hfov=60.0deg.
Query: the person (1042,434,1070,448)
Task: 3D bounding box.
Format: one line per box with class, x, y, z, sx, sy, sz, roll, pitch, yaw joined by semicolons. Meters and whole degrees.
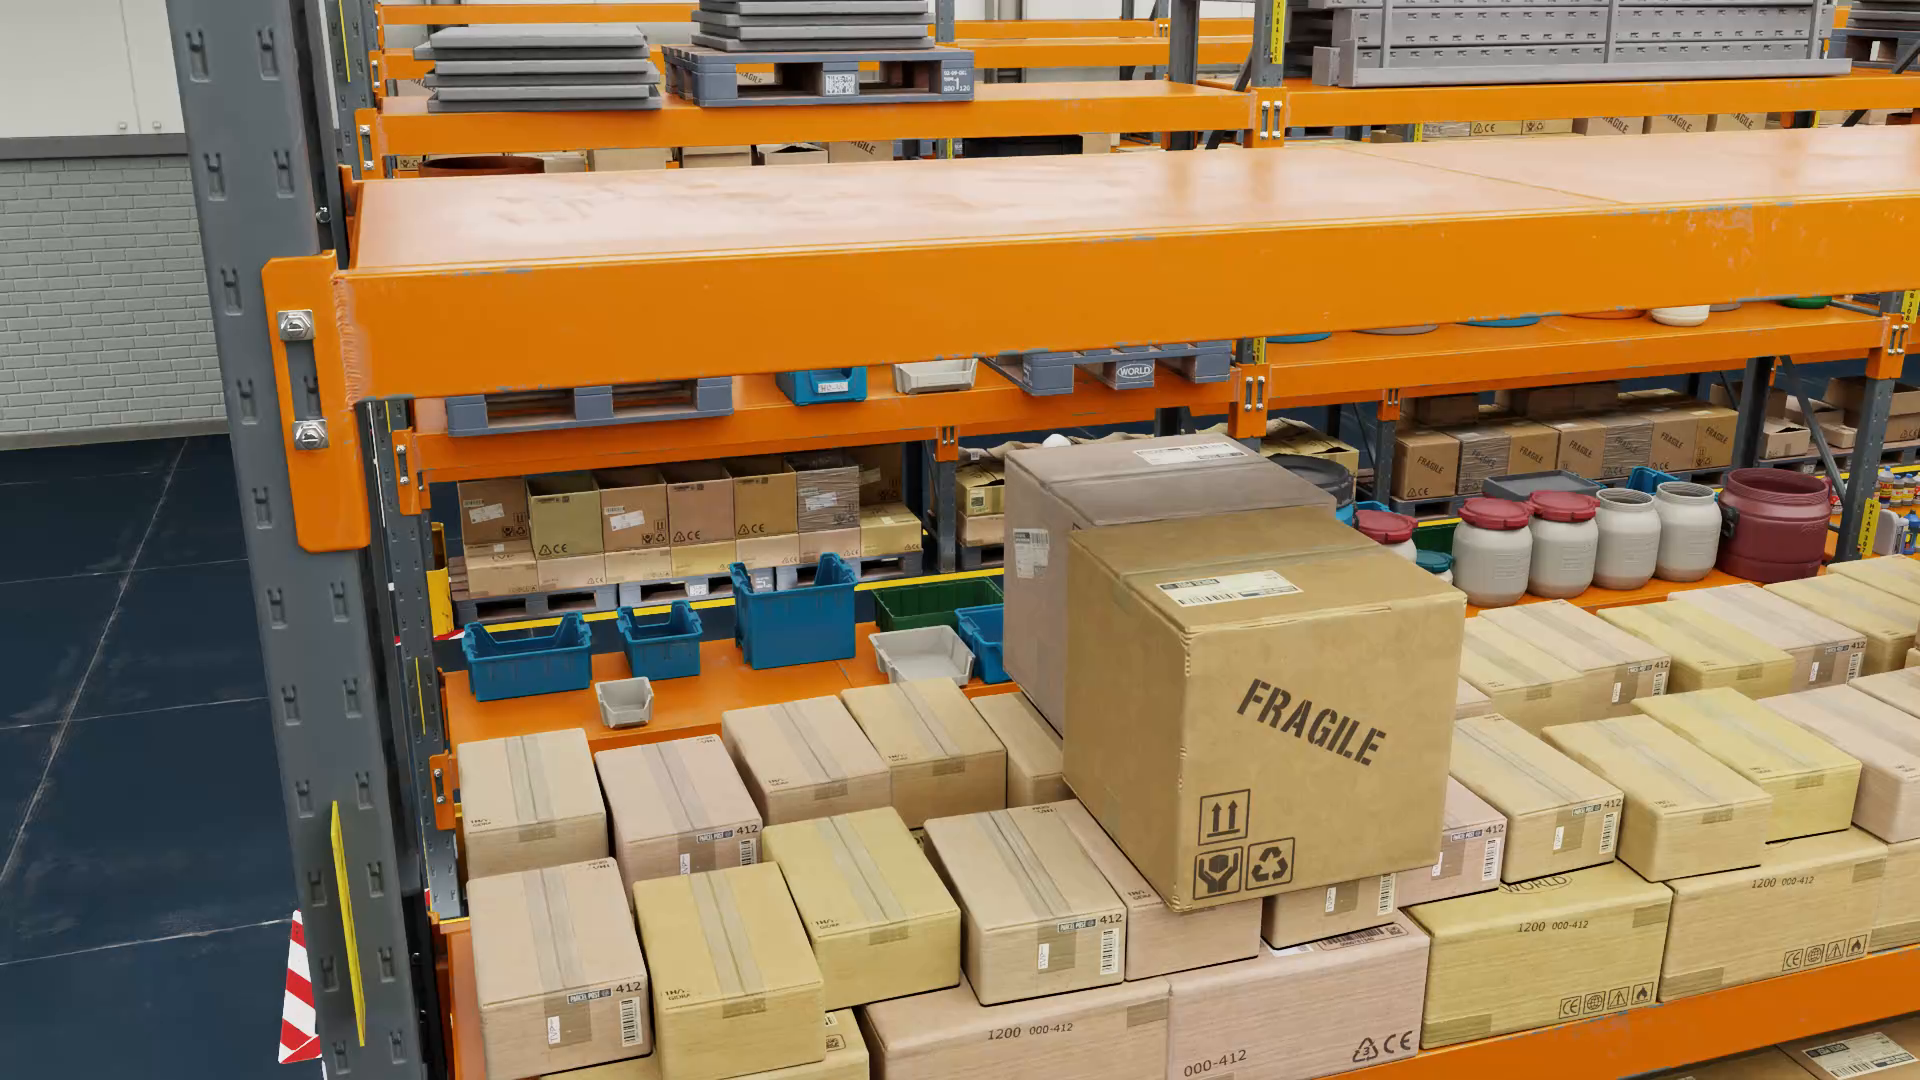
person;0.590;0.144;11.122;0.590;1.781;0.445;-7;20;-20
